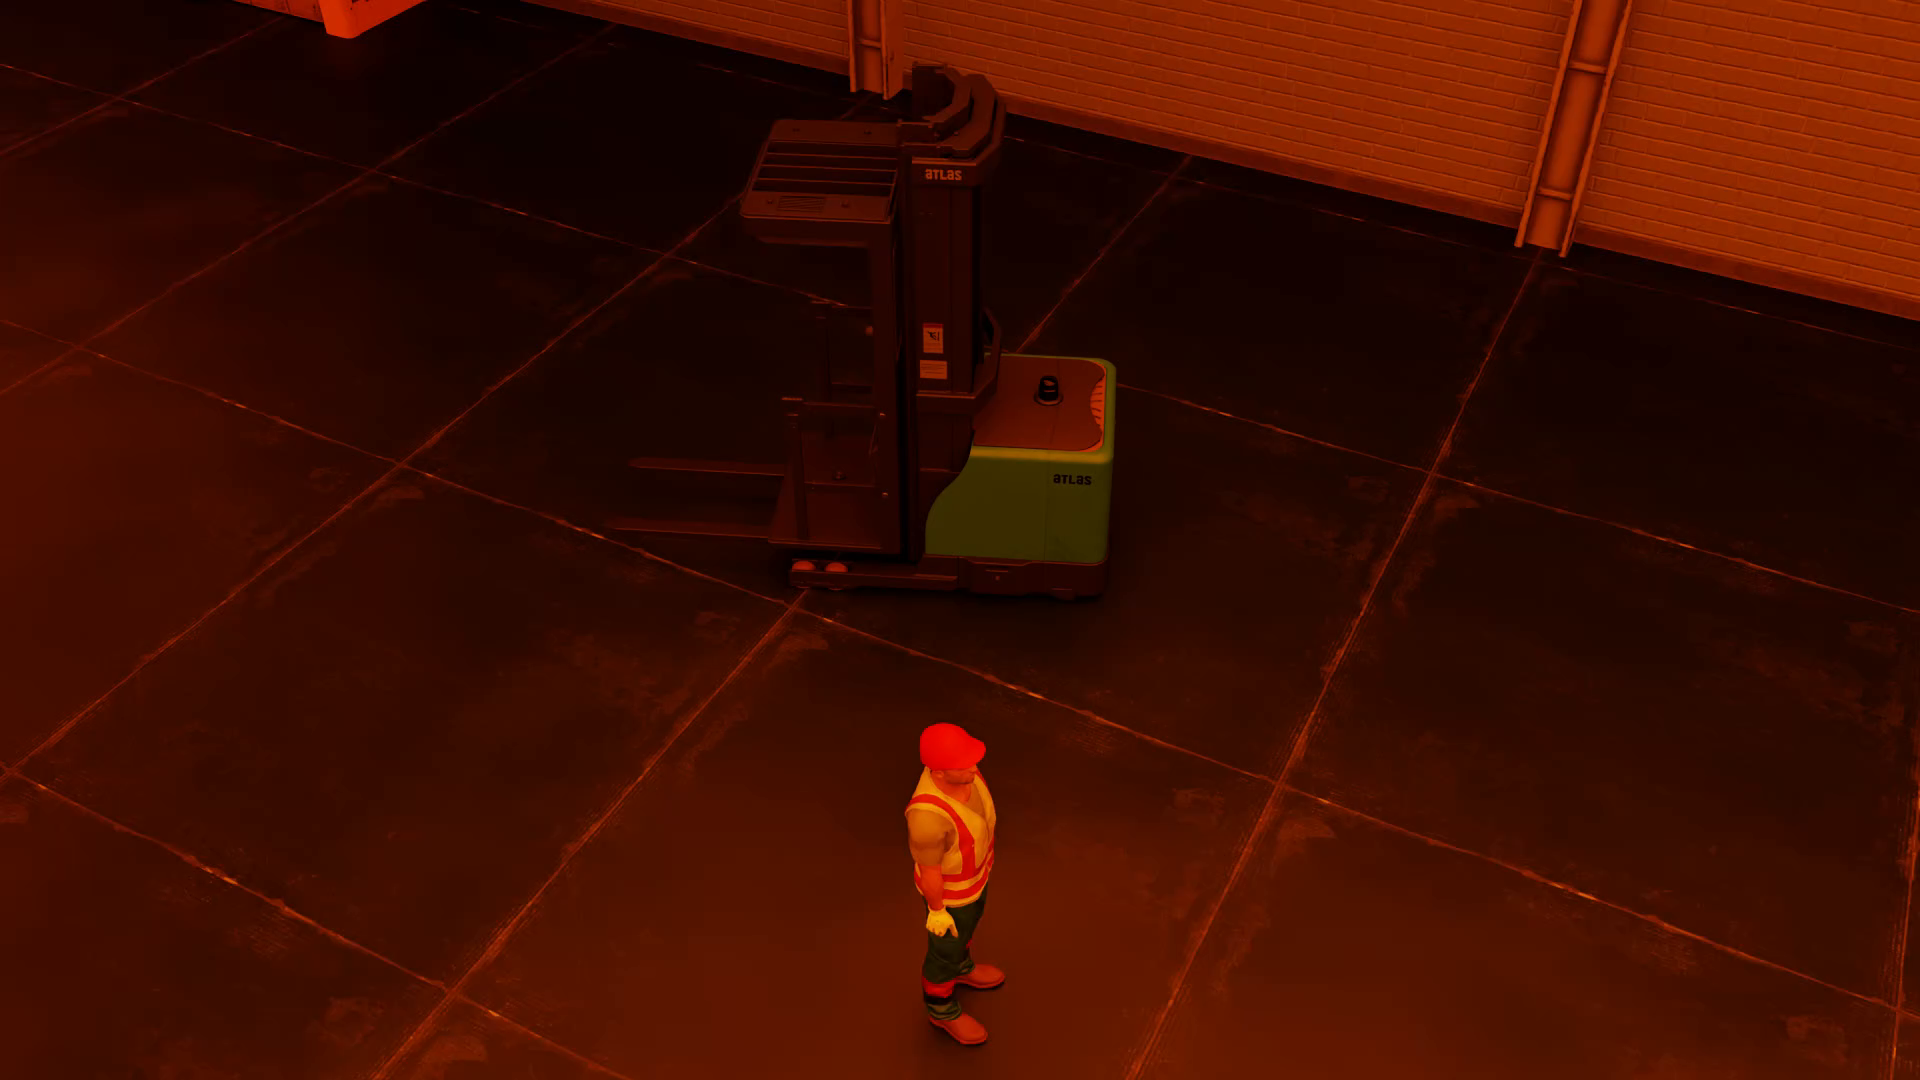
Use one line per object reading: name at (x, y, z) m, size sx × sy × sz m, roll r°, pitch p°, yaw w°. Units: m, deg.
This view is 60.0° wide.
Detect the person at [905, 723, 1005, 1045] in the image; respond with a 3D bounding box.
person at (-0.004, 1.447, 7.156) m, size 0.376 × 1.795 × 0.536 m, roll 11°, pitch 41°, yaw 13°

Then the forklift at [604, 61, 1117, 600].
forklift at (-0.606, -1.157, 9.360) m, size 3.031 × 2.935 × 1.130 m, roll 3°, pitch 40°, yaw 4°
